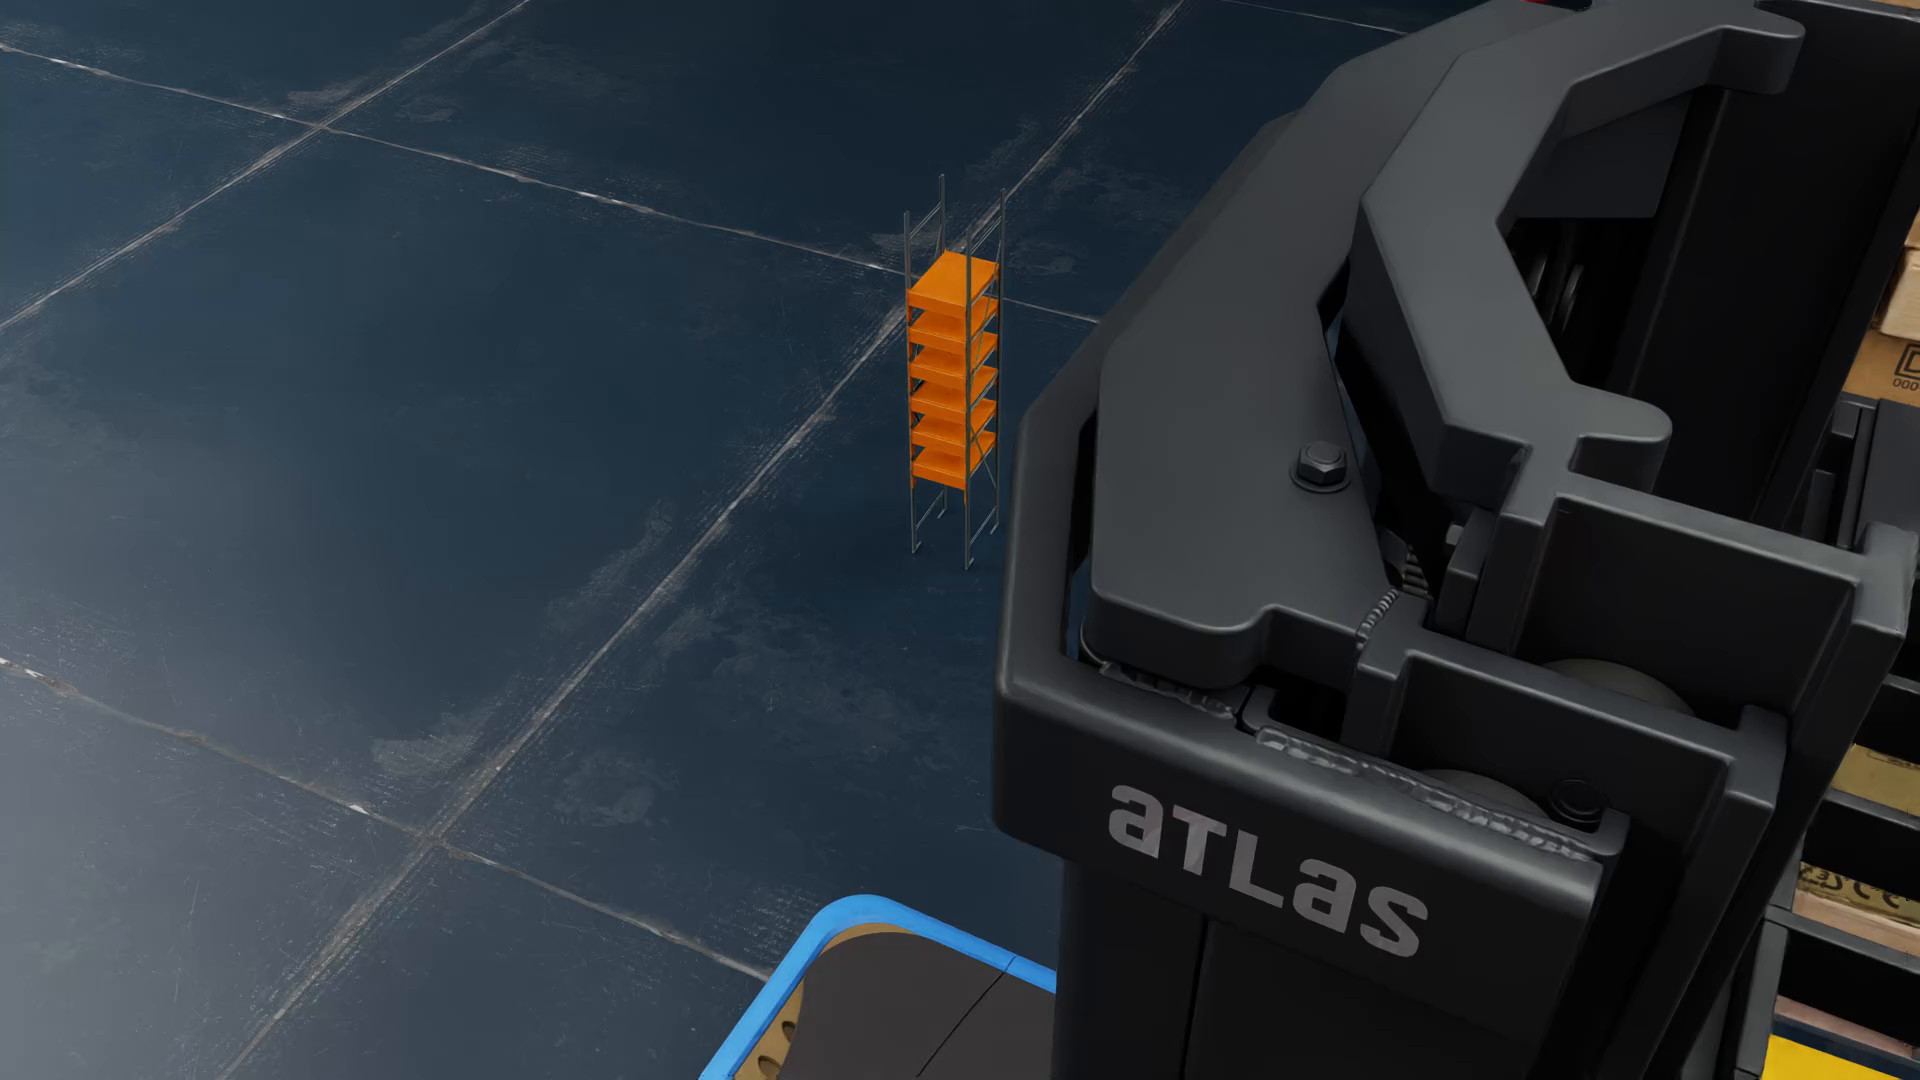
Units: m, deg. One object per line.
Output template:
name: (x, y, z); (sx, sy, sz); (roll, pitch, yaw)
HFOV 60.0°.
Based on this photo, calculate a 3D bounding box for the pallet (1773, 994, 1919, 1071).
pallet: (2.003, 0.719, 4.259); (1.213, 0.211, 1.003); (17, 44, 19)

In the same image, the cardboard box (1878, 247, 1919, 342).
cardboard box: (1.797, -0.497, 2.961); (0.250, 0.149, 0.380); (16, 43, 18)

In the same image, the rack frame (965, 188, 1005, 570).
rack frame: (0.070, -0.432, 4.832); (0.006, 1.200, 0.240); (17, 44, 19)

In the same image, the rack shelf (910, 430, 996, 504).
rack shelf: (-0.013, -0.242, 5.048); (0.180, 0.103, 0.258); (17, 44, 19)

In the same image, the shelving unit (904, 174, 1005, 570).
shelving unit: (-0.013, -0.457, 4.862); (0.189, 1.200, 0.258); (17, 44, 19)

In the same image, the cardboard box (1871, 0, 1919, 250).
cardboard box: (1.758, -0.898, 2.929); (0.500, 0.500, 0.700); (17, 44, 19)

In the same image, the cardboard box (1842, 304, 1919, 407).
cardboard box: (1.710, -0.423, 3.371); (0.500, 0.500, 0.700); (17, 44, 19)

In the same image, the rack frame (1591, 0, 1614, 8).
rack frame: (1.292, -0.522, 3.562); (0.127, 3.000, 1.000); (17, 44, 19)

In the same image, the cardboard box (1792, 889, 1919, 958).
cardboard box: (2.139, 0.776, 3.844); (0.500, 0.250, 0.500); (17, 44, 19)

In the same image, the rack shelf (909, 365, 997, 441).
rack shelf: (-0.013, -0.424, 4.891); (0.180, 0.103, 0.258); (17, 44, 19)

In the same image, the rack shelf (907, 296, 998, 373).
rack shelf: (-0.013, -0.605, 4.734); (0.180, 0.103, 0.258); (17, 44, 19)

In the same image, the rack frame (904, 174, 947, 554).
rack frame: (-0.096, -0.483, 4.891); (0.006, 1.200, 0.240); (17, 44, 19)

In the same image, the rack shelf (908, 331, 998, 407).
rack shelf: (-0.013, -0.514, 4.812); (0.180, 0.103, 0.258); (17, 44, 19)

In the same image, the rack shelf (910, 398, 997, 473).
rack shelf: (-0.013, -0.333, 4.969); (0.180, 0.103, 0.258); (17, 44, 19)

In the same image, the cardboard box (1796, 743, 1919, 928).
cardboard box: (2.138, 0.493, 3.597); (0.500, 0.500, 0.500); (17, 44, 19)

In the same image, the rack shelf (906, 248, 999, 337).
rack shelf: (-0.013, -0.696, 4.655); (0.180, 0.103, 0.258); (17, 44, 19)
